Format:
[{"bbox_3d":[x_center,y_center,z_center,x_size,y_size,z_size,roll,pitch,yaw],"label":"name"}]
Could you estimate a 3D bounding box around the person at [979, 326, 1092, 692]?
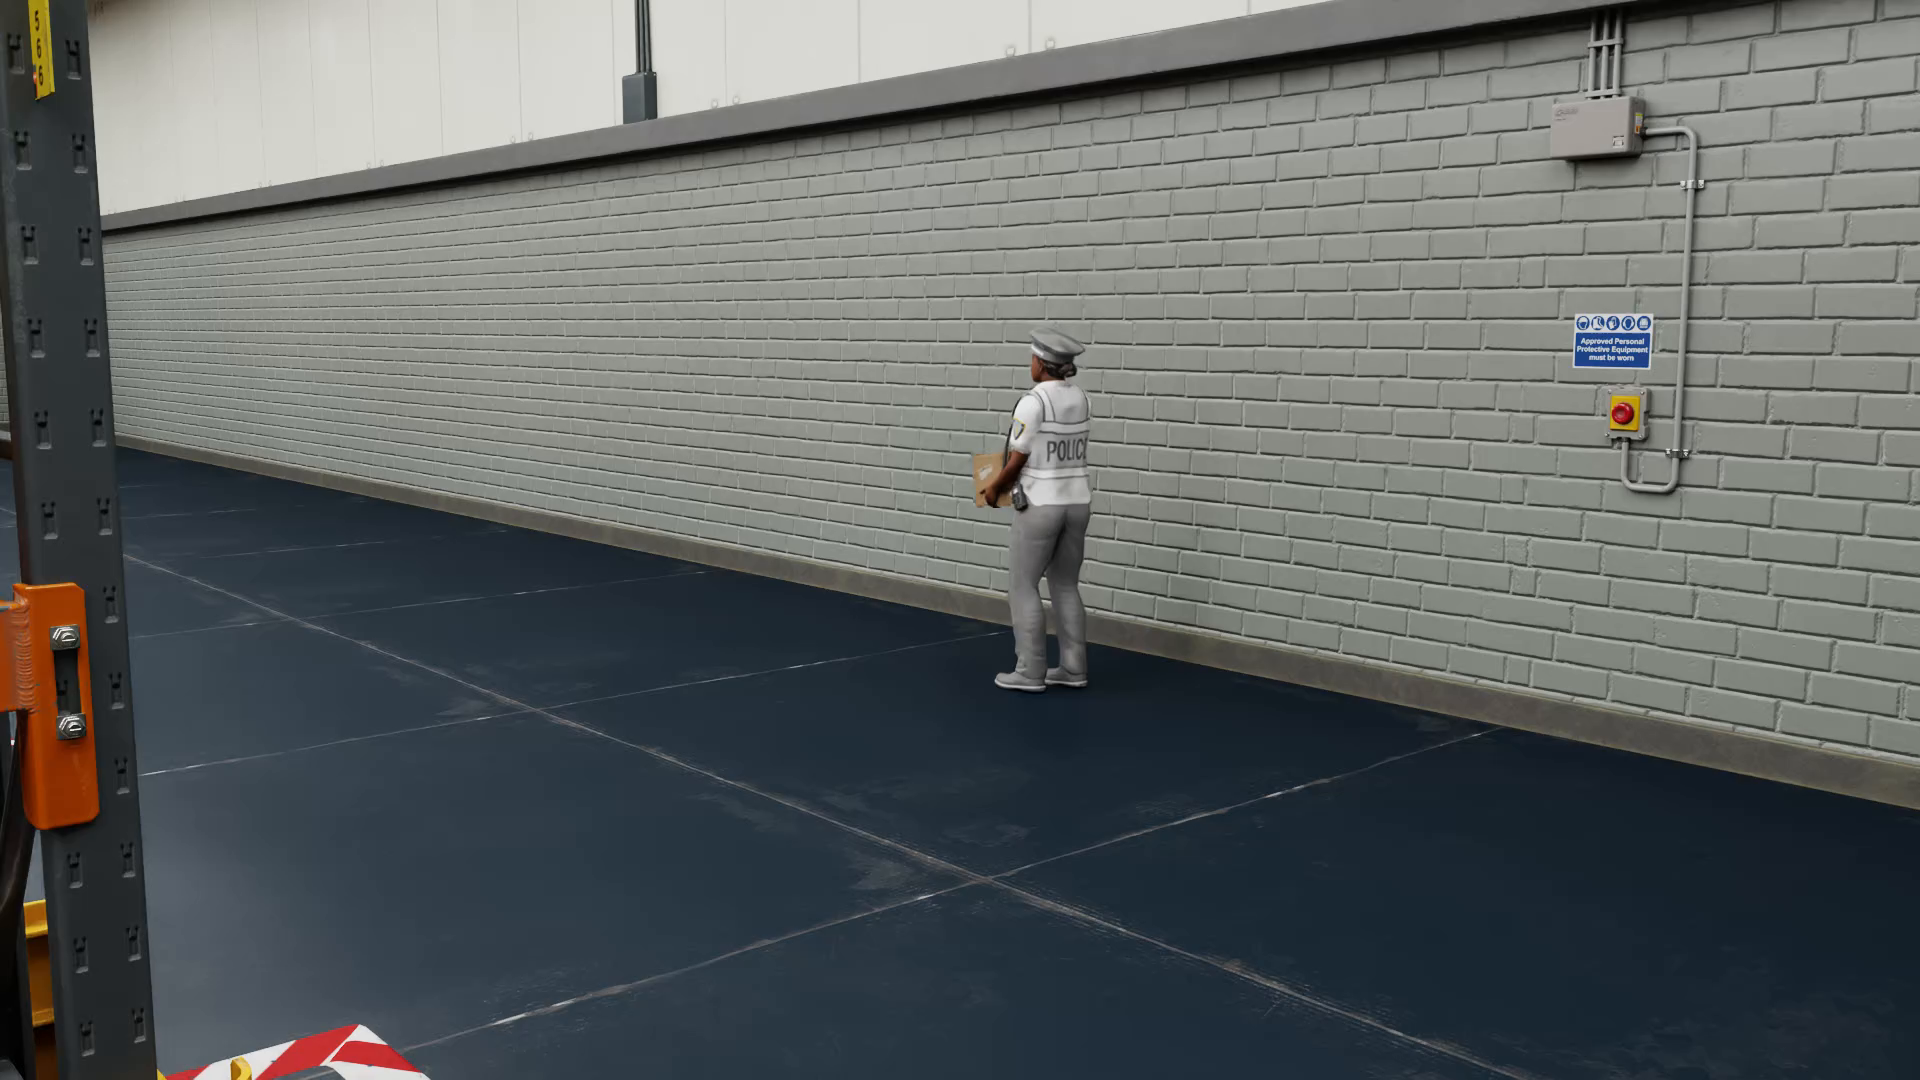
[{"bbox_3d":[0.359,-0.145,7.758,0.464,1.692,0.507,-7,10,-41],"label":"person"}]
